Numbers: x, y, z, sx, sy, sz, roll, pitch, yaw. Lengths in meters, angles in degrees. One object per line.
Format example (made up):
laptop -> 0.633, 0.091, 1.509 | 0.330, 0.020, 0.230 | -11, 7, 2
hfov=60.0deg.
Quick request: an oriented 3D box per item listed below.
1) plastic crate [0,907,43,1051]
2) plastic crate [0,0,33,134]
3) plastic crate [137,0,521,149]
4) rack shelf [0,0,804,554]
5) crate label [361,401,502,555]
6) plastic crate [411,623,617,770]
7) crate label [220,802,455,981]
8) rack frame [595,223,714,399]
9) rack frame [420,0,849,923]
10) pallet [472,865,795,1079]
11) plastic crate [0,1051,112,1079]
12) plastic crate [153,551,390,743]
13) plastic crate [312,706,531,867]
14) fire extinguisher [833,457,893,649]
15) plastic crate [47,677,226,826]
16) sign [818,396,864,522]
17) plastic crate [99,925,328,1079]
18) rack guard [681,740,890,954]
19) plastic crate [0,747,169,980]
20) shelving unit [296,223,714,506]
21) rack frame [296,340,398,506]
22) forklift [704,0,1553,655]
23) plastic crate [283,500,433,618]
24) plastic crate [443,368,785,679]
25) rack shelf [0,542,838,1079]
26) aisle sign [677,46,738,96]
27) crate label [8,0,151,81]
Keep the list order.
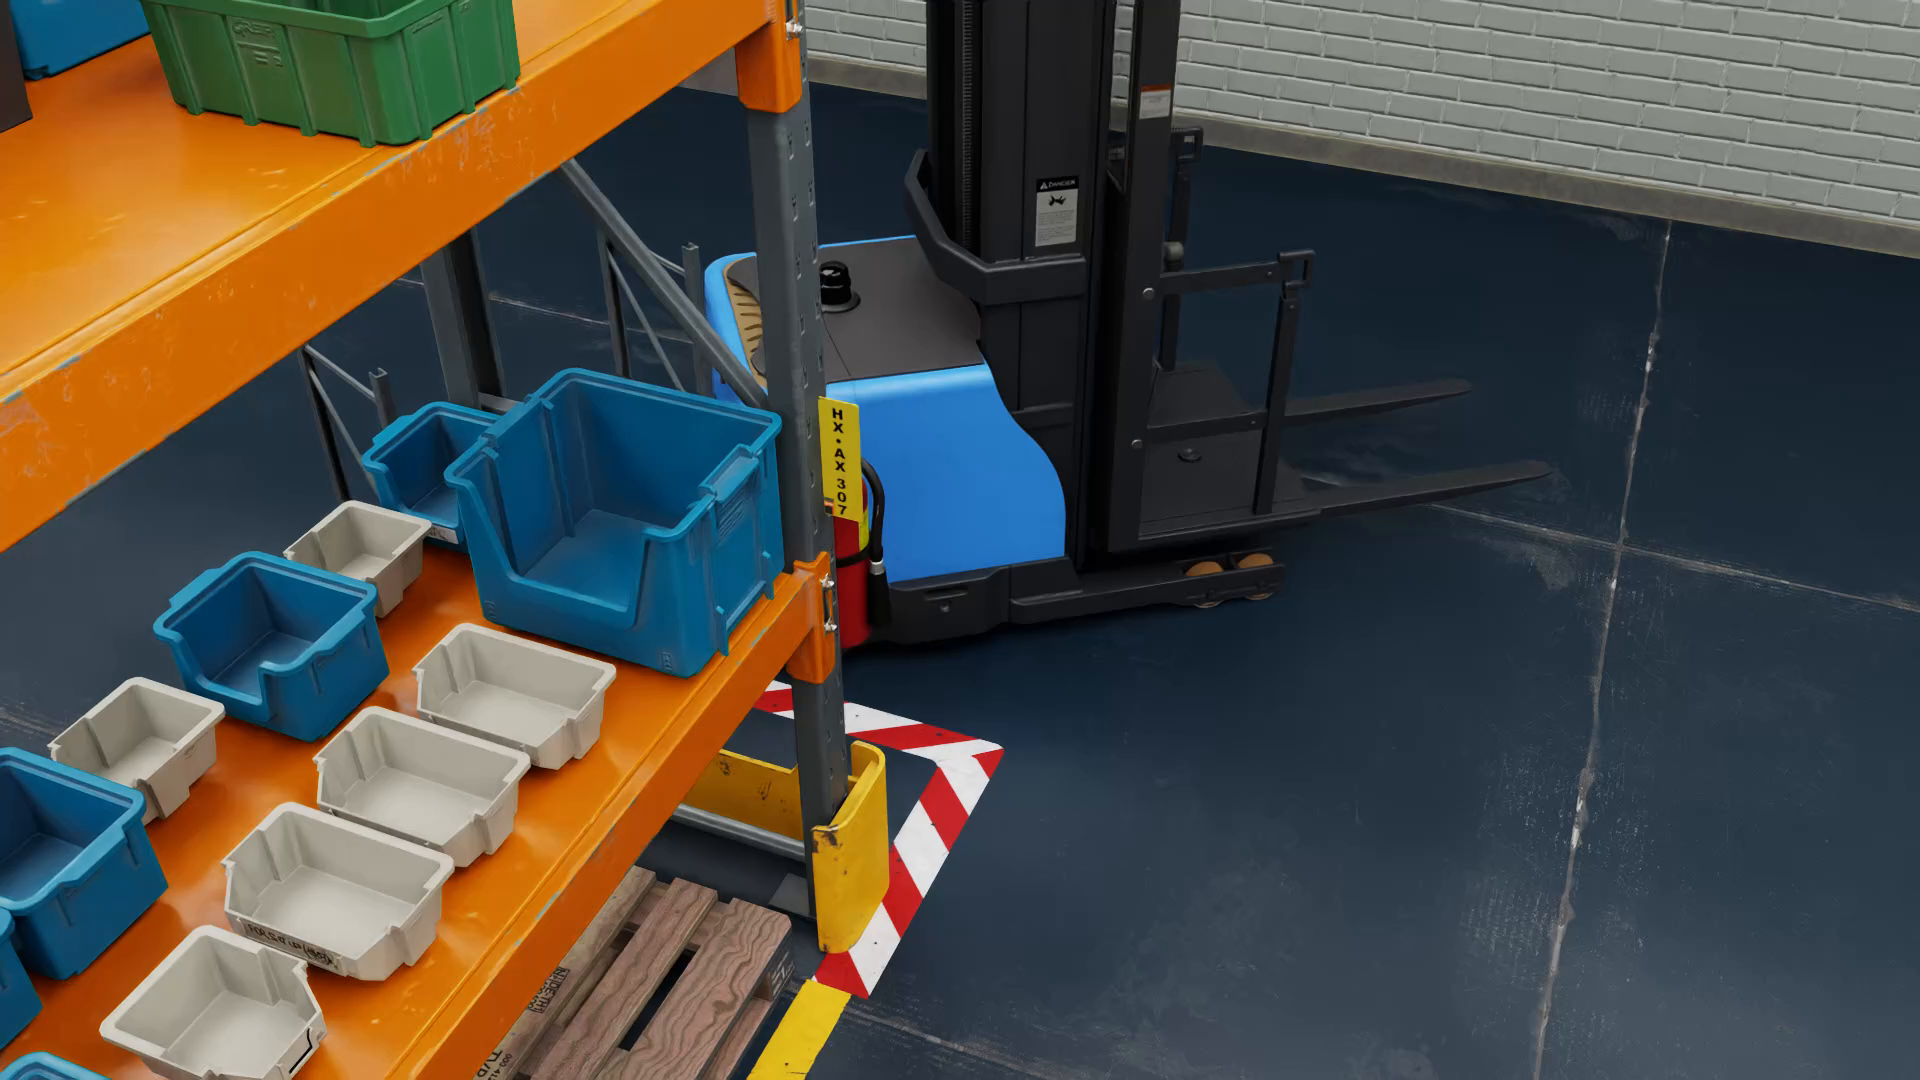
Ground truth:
plastic crate -> -1.804, 0.765, 2.810 | 0.416, 0.233, 0.300 | 14, 39, 18
plastic crate -> -1.626, -0.628, 2.131 | 0.504, 0.338, 0.767 | 14, 39, 18
plastic crate -> -0.901, -0.740, 2.406 | 0.450, 0.188, 0.336 | 14, 39, 18
rack shelf -> -1.551, -0.041, 1.894 | 1.077, 0.370, 4.000 | 14, 39, 18
crate label -> -1.189, -0.130, 4.008 | 0.416, 0.233, 0.303 | 14, 39, 18
plastic crate -> -0.933, 0.340, 3.460 | 0.396, 0.136, 0.243 | 14, 39, 18
crate label -> -1.140, 0.657, 3.036 | 0.396, 0.136, 0.243 | 14, 39, 18
rack frame -> -0.958, -0.362, 5.482 | 0.500, 1.500, 0.032 | 31, 47, 34
rack frame -> -0.790, -0.235, 4.058 | 1.000, 3.000, 0.127 | 14, 39, 18
pallet -> -1.140, 1.330, 4.294 | 1.003, 0.211, 1.213 | 14, 39, 18
plastic crate -> -1.335, 1.004, 2.491 | 0.416, 0.233, 0.300 | 14, 39, 18
plastic crate -> -1.439, 0.235, 3.520 | 0.416, 0.233, 0.300 | 14, 39, 18
plastic crate -> -1.057, 0.497, 3.250 | 0.396, 0.136, 0.243 | 14, 39, 18
fire extinguisher -> -0.313, -0.034, 4.166 | 0.296, 0.674, 0.183 | 14, 39, 18
plastic crate -> -1.645, 0.443, 3.322 | 0.250, 0.136, 0.298 | 14, 39, 18
sign -> -0.275, -0.184, 3.854 | 0.100, 0.325, 0.005 | 14, 39, 18
plastic crate -> -1.236, 0.825, 2.811 | 0.298, 0.136, 0.250 | 14, 39, 18
rack guard -> -0.793, 0.750, 4.829 | 1.175, 0.500, 0.348 | 14, 39, 18
plastic crate -> -1.690, 0.599, 3.033 | 0.416, 0.233, 0.300 | 14, 39, 18
shelving unit -> -1.311, -0.151, 5.199 | 0.587, 1.500, 1.083 | 31, 47, 34
rack frame -> -1.677, 0.068, 4.906 | 0.500, 1.500, 0.032 | 31, 47, 34
forklift -> 0.672, -1.231, 5.448 | 3.031, 2.935, 1.130 | -8, 38, -11
plastic crate -> -1.387, 0.067, 3.825 | 0.250, 0.136, 0.298 | 14, 39, 18
plastic crate -> -0.745, -0.045, 3.725 | 0.616, 0.435, 0.499 | 14, 39, 18
rack shelf -> -1.551, 1.161, 2.792 | 1.077, 0.370, 4.000 | 14, 39, 18
aisle sign -> -0.492, -1.249, 3.244 | 0.394, 0.787, 0.004 | 14, 39, 18
crate label -> -1.440, -0.939, 2.620 | 0.408, 0.251, 0.502 | 14, 39, 18
